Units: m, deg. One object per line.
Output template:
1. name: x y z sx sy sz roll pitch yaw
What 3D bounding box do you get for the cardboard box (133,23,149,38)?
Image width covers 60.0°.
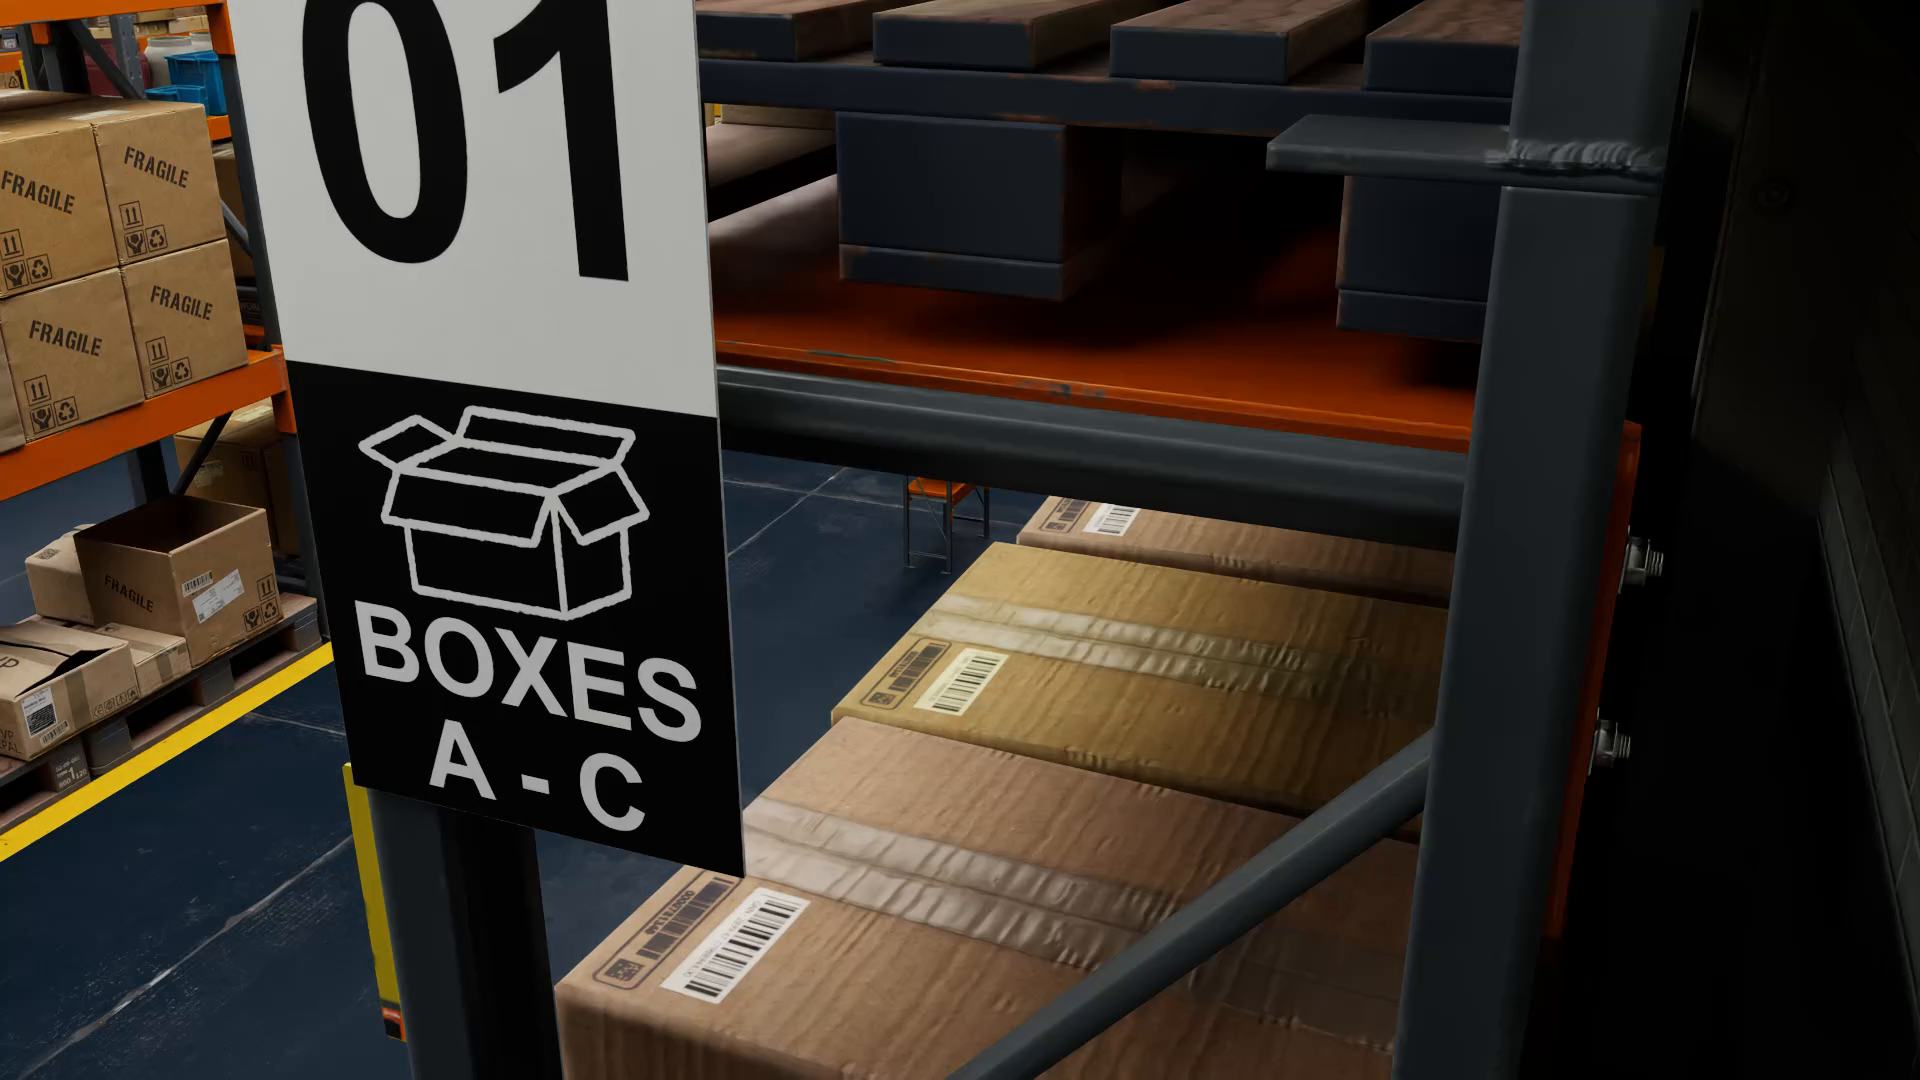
1. cardboard box: -8.860 -5.421 17.663 0.380 0.149 0.250 9 24 20

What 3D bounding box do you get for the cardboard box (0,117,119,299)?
1. cardboard box: -3.302 -1.146 5.674 0.500 0.500 0.500 8 24 19

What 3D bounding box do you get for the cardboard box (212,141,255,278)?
1. cardboard box: -2.783 -1.417 7.077 0.700 0.500 0.500 1 23 2

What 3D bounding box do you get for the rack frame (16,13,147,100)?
1. rack frame: -6.279 -3.182 11.975 1.000 3.000 0.127 9 24 20

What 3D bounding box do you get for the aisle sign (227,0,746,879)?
1. aisle sign: -0.357 -0.117 1.266 0.394 0.787 0.004 9 24 20

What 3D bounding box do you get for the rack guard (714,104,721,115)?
1. rack guard: -3.292 -4.857 19.230 1.175 0.500 0.348 9 24 20

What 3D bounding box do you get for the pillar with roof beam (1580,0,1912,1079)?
1. pillar with roof beam: -2.020 -3.342 4.576 9.100 9.000 0.400 9 24 20

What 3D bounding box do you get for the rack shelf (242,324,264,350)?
1. rack shelf: -2.424 -1.424 8.700 1.077 0.370 4.000 9 24 20

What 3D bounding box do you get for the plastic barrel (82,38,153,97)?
1. plastic barrel: -6.387 -3.454 12.451 0.600 0.536 0.708 9 24 20

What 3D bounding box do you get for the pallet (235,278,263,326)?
1. pallet: -2.769 -1.222 7.532 1.003 0.211 1.213 9 24 20

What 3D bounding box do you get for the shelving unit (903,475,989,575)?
1. shelving unit: -0.062 -0.494 7.877 0.258 1.200 0.503 9 24 20

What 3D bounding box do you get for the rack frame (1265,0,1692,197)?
1. rack frame: -0.052 -1.669 0.570 1.000 3.000 0.127 9 24 20

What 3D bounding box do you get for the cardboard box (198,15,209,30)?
1. cardboard box: -8.487 -5.779 18.519 0.380 0.149 0.250 9 24 20

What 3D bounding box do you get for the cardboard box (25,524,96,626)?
1. cardboard box: -3.524 0.117 6.996 0.500 0.311 0.500 9 24 20

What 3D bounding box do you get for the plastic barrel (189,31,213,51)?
1. plastic barrel: -5.938 -3.783 13.269 0.421 0.512 0.421 0 23 0

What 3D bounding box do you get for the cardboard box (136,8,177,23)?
1. cardboard box: -8.948 -5.832 17.804 0.875 0.500 0.500 9 24 20

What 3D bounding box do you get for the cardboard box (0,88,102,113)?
1. cardboard box: -3.603 -1.419 6.328 0.500 0.500 0.500 9 24 21

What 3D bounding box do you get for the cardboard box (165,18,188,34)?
1. cardboard box: -8.645 -5.596 18.080 0.380 0.149 0.250 9 24 20

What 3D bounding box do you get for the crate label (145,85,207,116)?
1. crate label: -5.774 -3.202 12.240 0.303 0.233 0.416 9 24 20

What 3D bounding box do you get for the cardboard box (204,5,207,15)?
1. cardboard box: -8.632 -6.198 18.681 0.875 0.500 0.500 9 24 20

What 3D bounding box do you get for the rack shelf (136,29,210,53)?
1. rack shelf: -8.648 -5.706 18.952 1.077 0.370 4.000 9 24 20

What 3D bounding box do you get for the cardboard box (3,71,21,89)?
1. cardboard box: -12.664 -6.461 22.038 0.875 0.875 0.875 9 24 20

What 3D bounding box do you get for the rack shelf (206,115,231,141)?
1. rack shelf: -5.536 -3.565 13.827 1.077 0.370 4.000 9 24 20

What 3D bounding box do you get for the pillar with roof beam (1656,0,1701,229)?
1. pillar with roof beam: 2.437 -7.636 14.857 9.100 9.000 0.400 9 24 20

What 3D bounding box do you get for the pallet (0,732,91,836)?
1. pallet: -3.874 0.931 5.748 1.003 0.211 1.213 9 24 20

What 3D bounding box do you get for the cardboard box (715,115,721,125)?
1. cardboard box: -1.505 -2.554 10.588 0.500 0.311 0.500 10 25 23

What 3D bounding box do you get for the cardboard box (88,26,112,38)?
1. cardboard box: -9.032 -5.240 17.229 0.380 0.149 0.250 9 24 20

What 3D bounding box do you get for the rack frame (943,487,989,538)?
1. rack frame: 0.029 -0.582 8.086 0.240 1.200 0.015 9 24 20

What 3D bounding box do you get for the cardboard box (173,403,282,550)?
1. cardboard box: -3.250 -0.307 7.766 0.500 0.500 0.500 9 24 20

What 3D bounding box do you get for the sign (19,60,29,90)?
1. sign: -6.792 -3.333 12.126 0.100 0.325 0.005 9 24 20

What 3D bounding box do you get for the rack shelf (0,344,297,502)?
1. rack shelf: -3.910 0.008 5.273 1.077 0.370 4.000 9 24 20

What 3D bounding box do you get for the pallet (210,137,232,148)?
1. pallet: -8.723 -4.719 19.274 1.003 0.211 1.213 9 24 20

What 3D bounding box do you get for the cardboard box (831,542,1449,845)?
1. cardboard box: 0.388 0.515 2.736 0.980 0.700 0.700 9 24 20

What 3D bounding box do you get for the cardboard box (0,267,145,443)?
1. cardboard box: -3.304 -0.686 5.870 0.500 0.500 0.500 9 24 22

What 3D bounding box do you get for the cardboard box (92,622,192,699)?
1. cardboard box: -3.199 0.460 6.385 0.380 0.149 0.250 9 24 20

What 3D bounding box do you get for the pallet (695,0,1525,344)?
1. pallet: 0.214 -0.511 1.804 1.003 0.211 1.213 9 24 20
